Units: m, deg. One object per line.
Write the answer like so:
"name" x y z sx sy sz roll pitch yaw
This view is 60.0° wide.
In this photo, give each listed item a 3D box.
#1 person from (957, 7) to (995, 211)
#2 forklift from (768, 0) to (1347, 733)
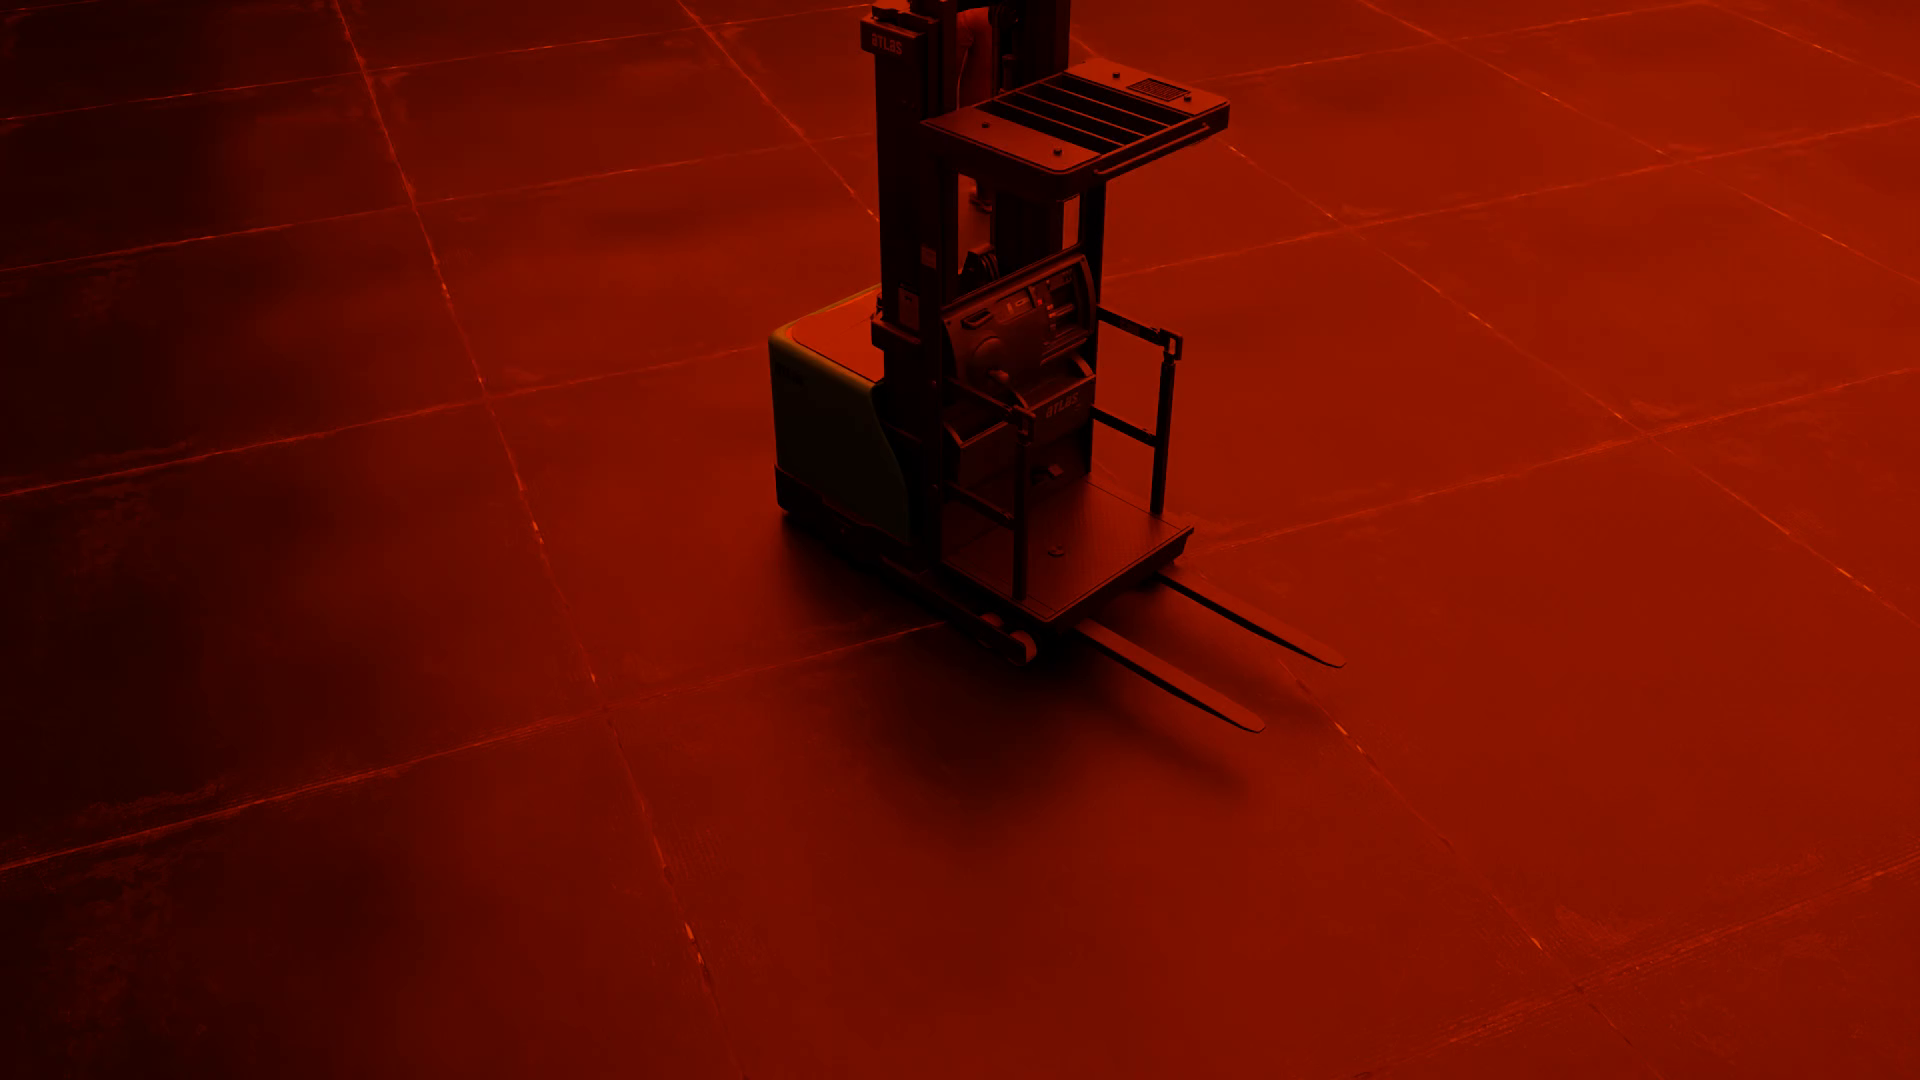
"person" 0.198 -3.172 11.543 0.694 1.775 0.582 -7 36 -10
"forklift" 0.432 -0.946 7.429 3.031 2.935 1.130 30 45 35
